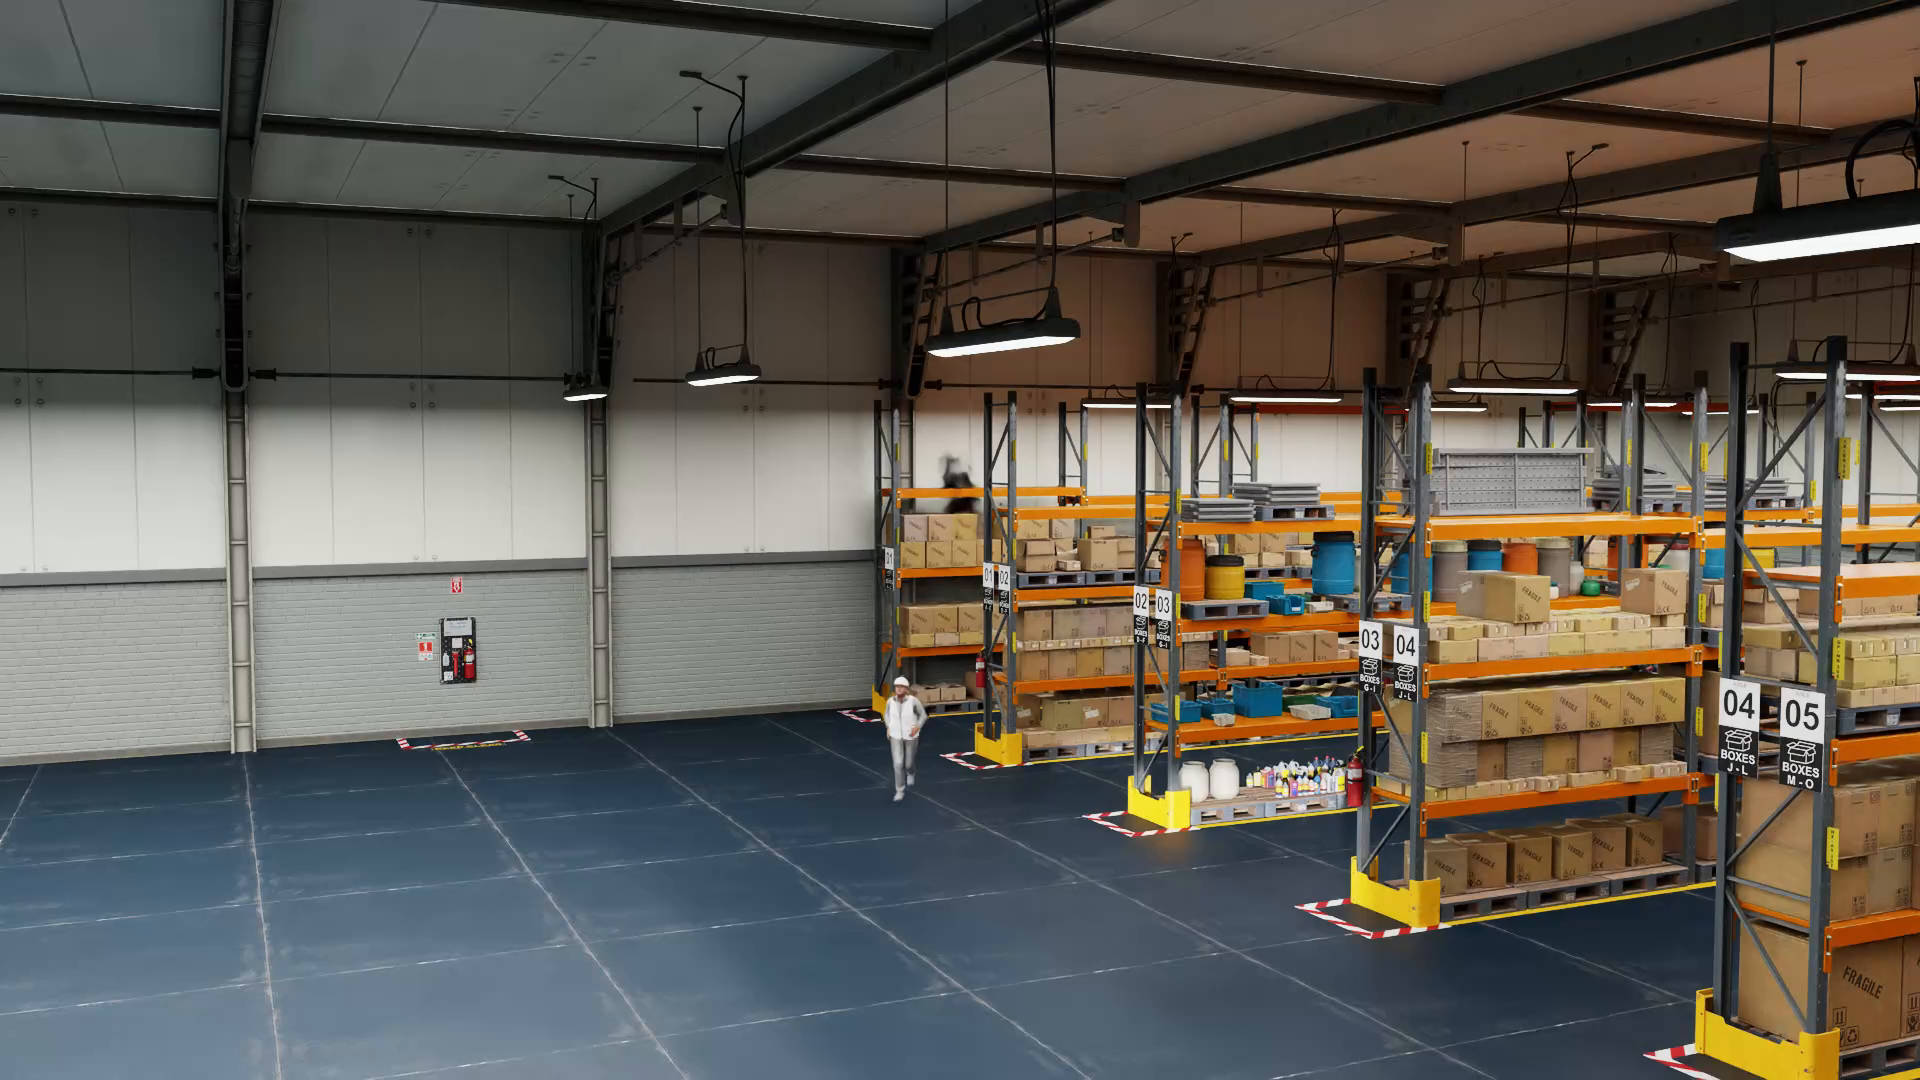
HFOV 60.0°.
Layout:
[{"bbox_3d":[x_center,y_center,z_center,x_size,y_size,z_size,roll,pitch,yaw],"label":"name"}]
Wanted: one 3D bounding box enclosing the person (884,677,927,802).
[{"bbox_3d":[-0.798,2.873,24.320,0.662,1.781,0.783,1,3,9],"label":"person"}]
